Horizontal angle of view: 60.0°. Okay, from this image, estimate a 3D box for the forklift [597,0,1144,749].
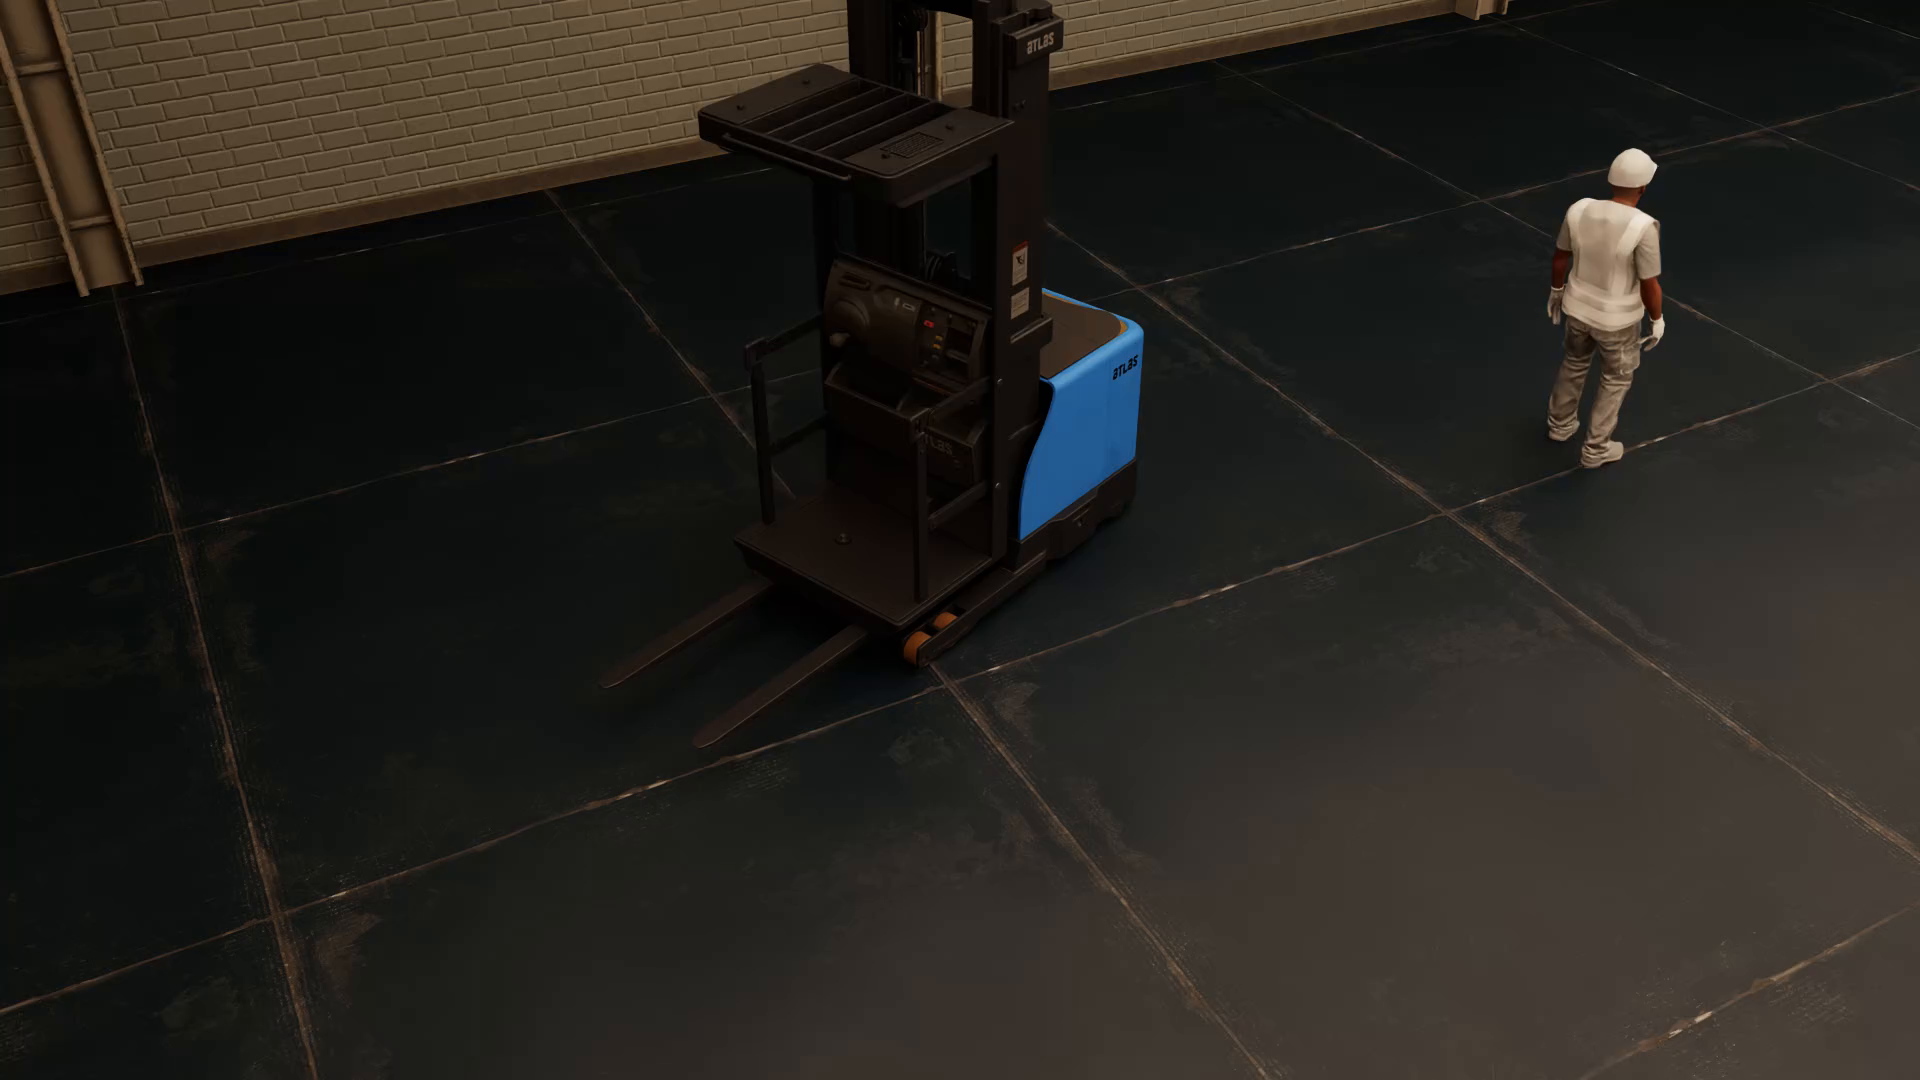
[{"bbox_3d":[-0.390,-0.927,7.434,1.130,2.935,3.031,26,43,31],"label":"forklift"}]

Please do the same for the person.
[{"bbox_3d":[3.477,-1.236,8.889,0.507,1.804,0.648,-23,41,-29],"label":"person"}]
